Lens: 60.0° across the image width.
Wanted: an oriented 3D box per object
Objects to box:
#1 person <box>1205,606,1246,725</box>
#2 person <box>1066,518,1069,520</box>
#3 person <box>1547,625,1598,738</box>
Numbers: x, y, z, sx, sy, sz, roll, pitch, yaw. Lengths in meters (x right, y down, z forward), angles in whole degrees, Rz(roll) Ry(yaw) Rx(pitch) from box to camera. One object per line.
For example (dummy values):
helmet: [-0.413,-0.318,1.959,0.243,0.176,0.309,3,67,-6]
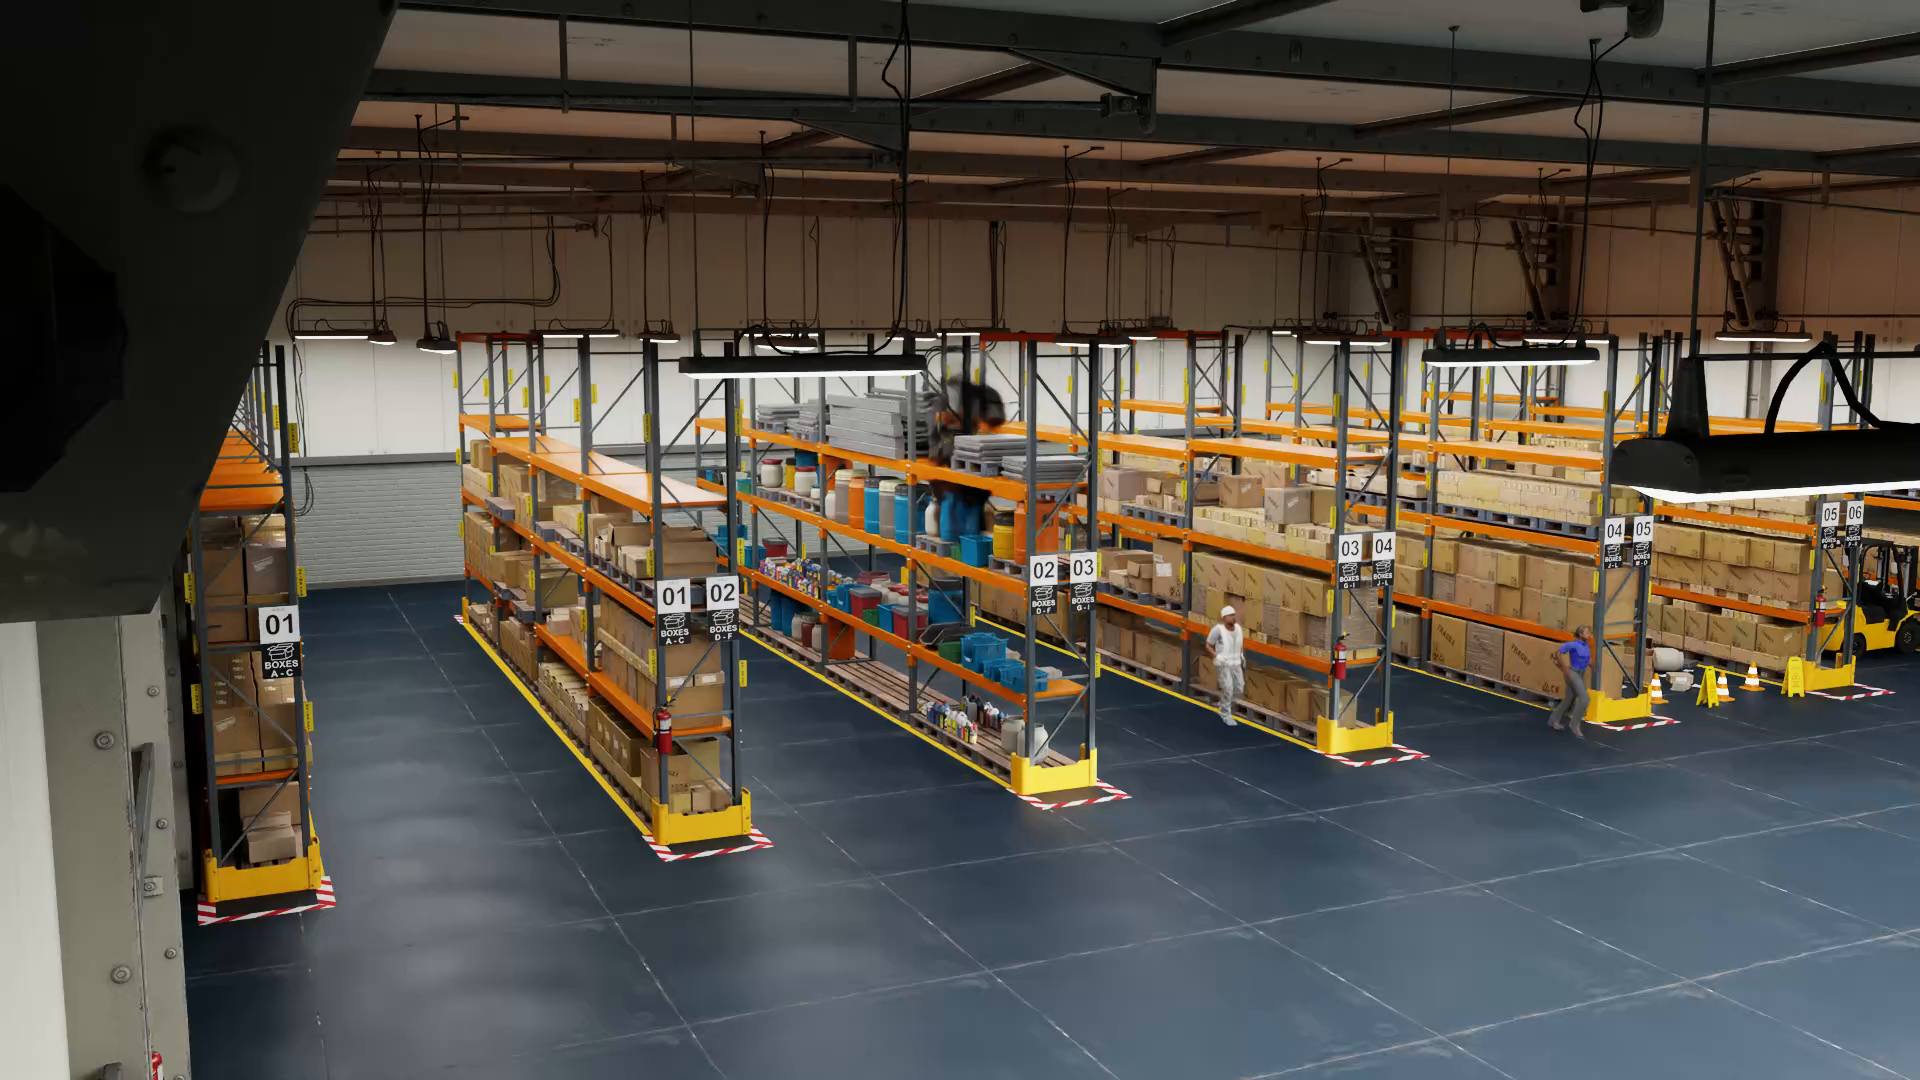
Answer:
person: [3.950,1.852,24.696,0.687,1.761,0.545,-4,9,-28]
person: [2.541,0.238,39.367,0.605,1.564,0.804,-2,8,-13]
person: [9.368,2.131,25.357,0.693,1.673,0.598,7,10,42]
